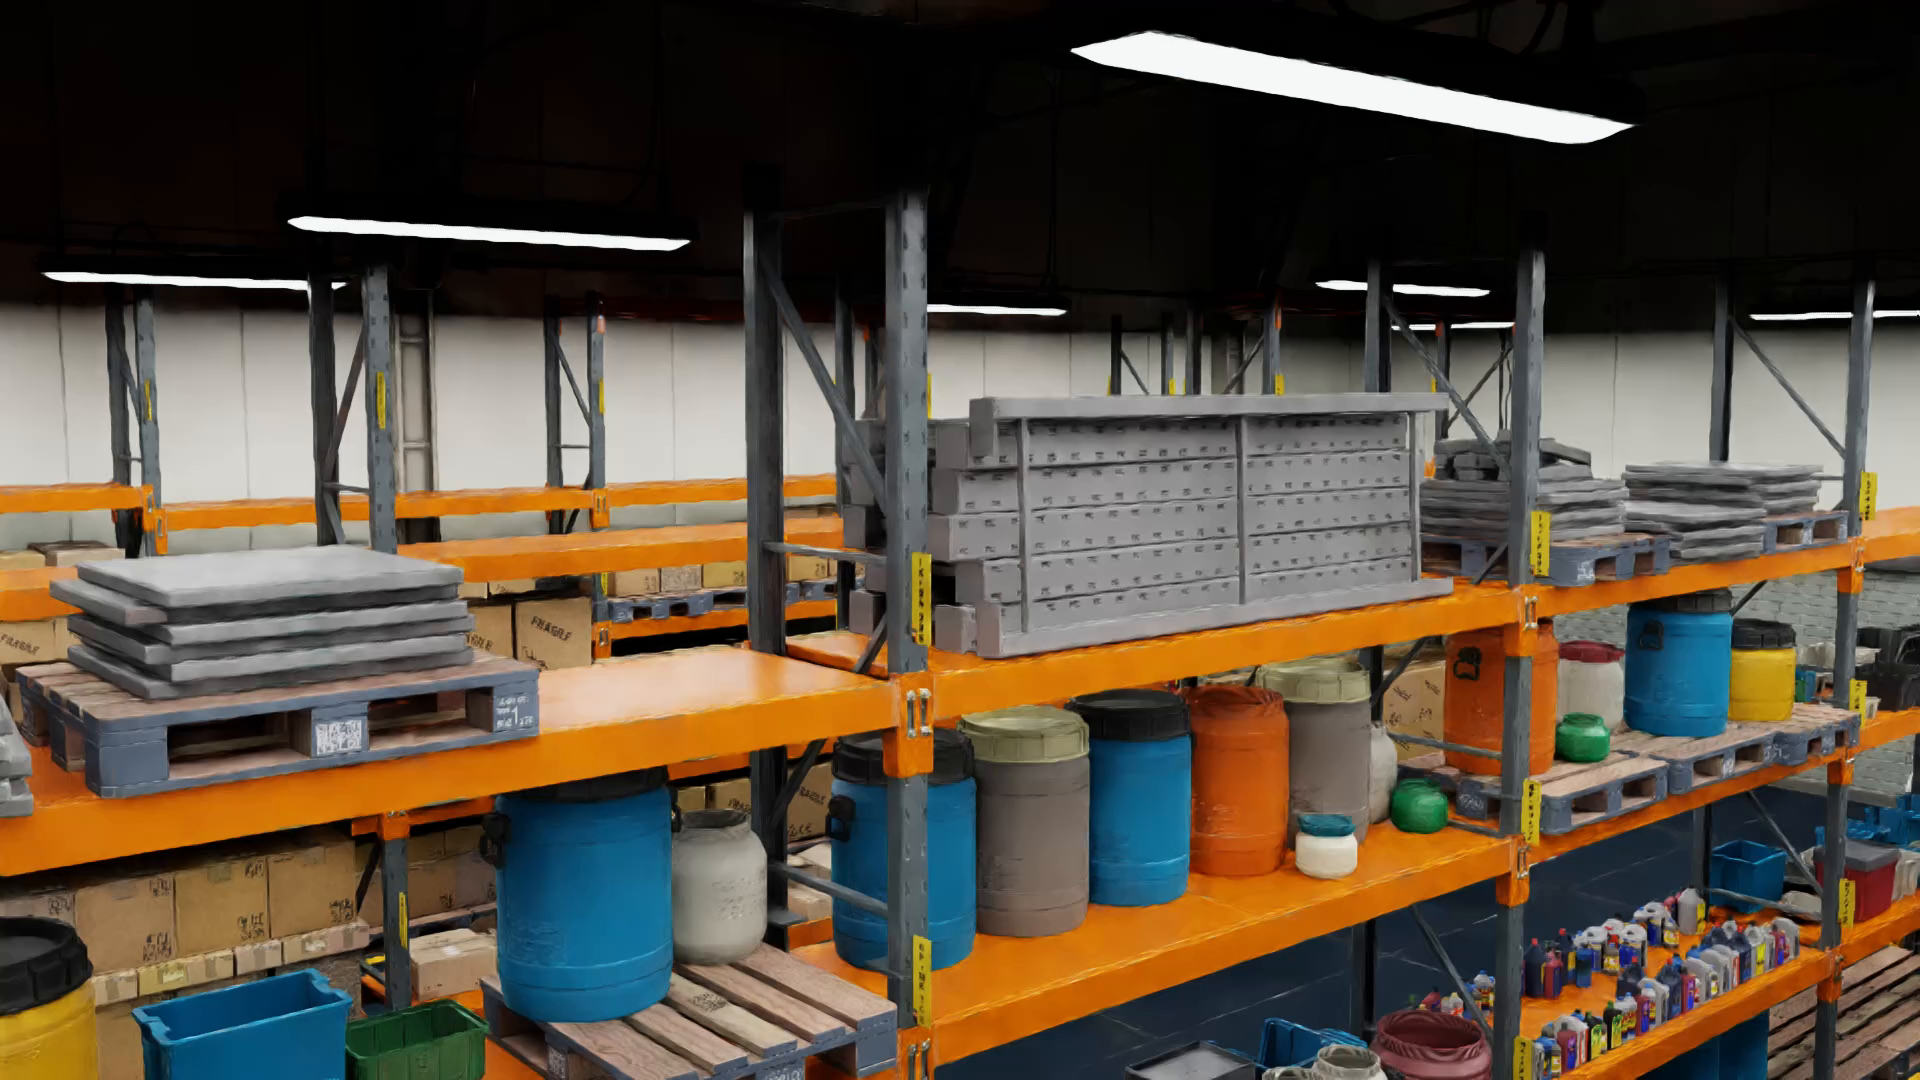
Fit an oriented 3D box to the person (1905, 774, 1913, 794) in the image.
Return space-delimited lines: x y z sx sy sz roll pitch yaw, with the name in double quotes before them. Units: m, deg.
"person" 9.113 2.811 15.696 0.961 1.703 0.606 -2 6 -16
